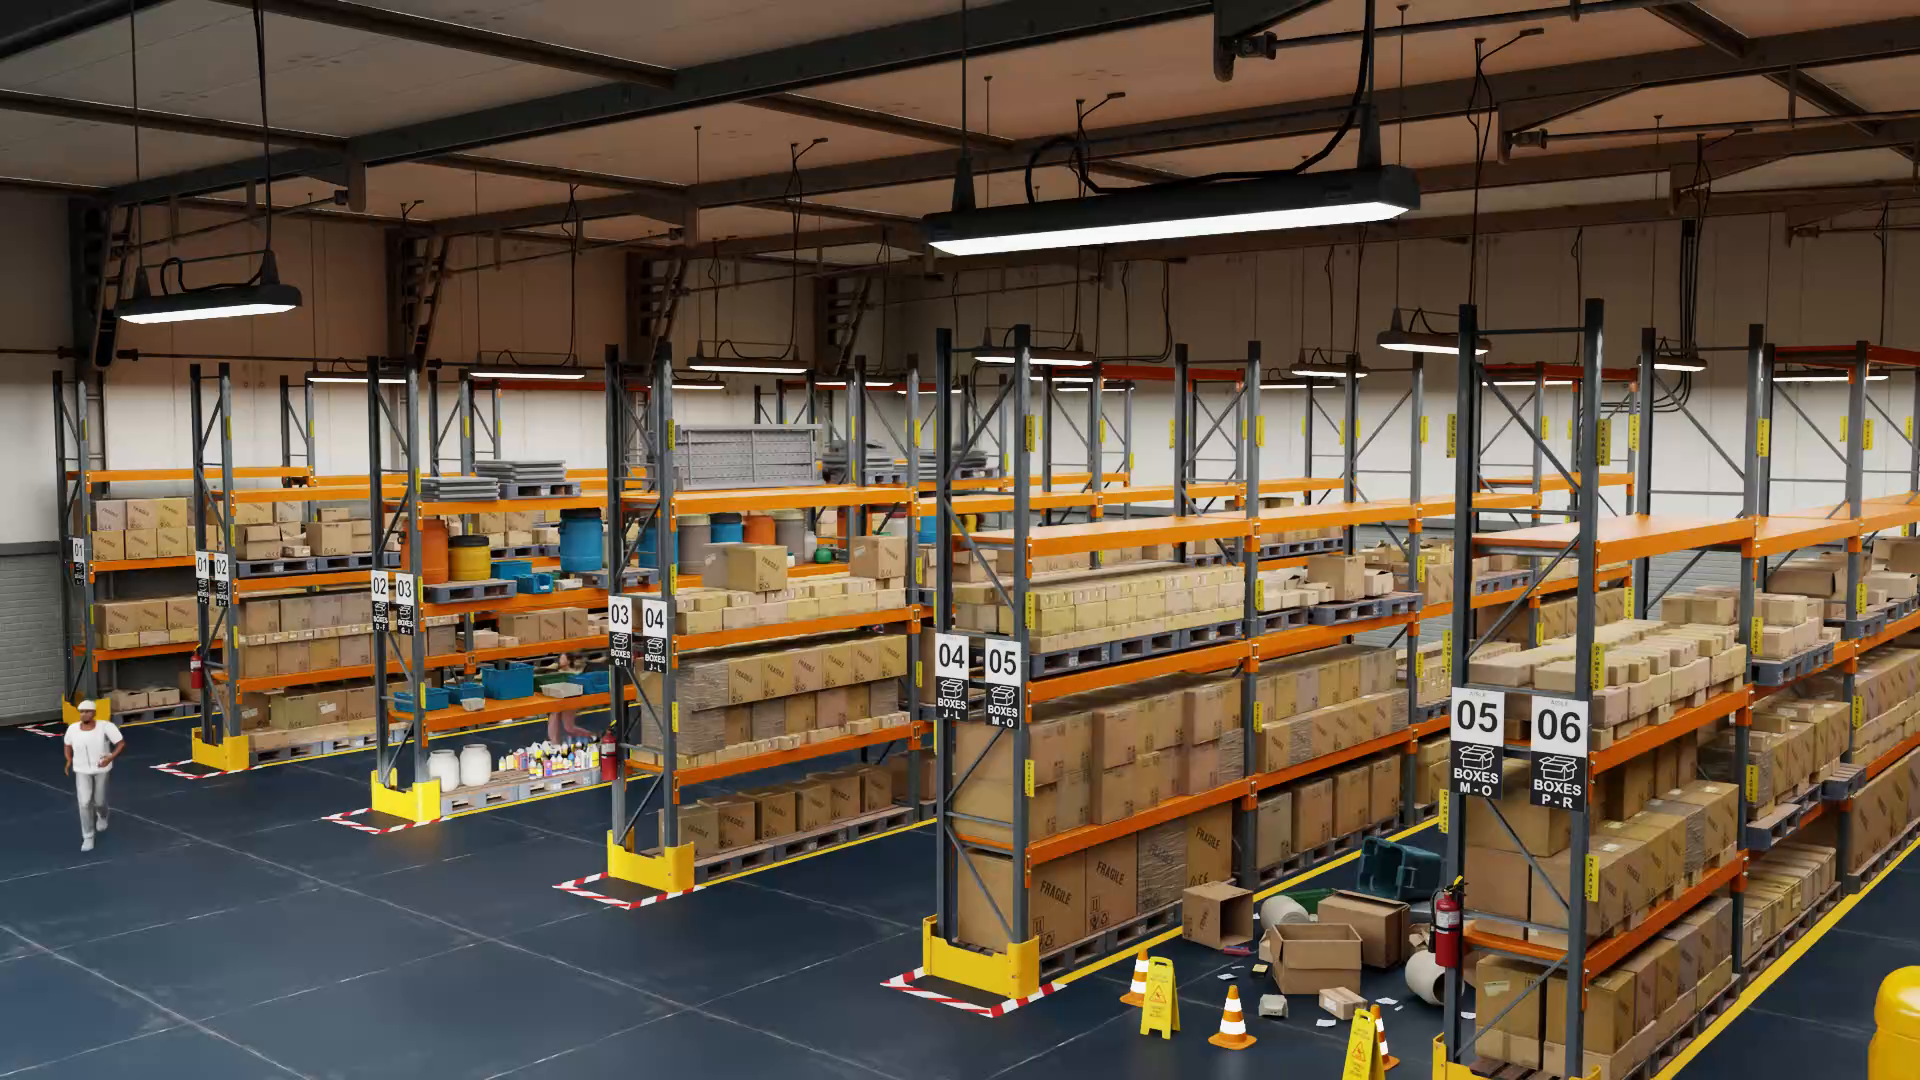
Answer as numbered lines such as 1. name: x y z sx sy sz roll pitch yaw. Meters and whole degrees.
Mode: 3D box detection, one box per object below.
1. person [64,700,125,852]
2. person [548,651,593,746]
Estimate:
1. person: -10.555 2.820 20.269 0.678 1.787 0.847 -1 4 -17
2. person: -5.999 2.511 25.349 0.590 1.640 0.859 3 5 37
